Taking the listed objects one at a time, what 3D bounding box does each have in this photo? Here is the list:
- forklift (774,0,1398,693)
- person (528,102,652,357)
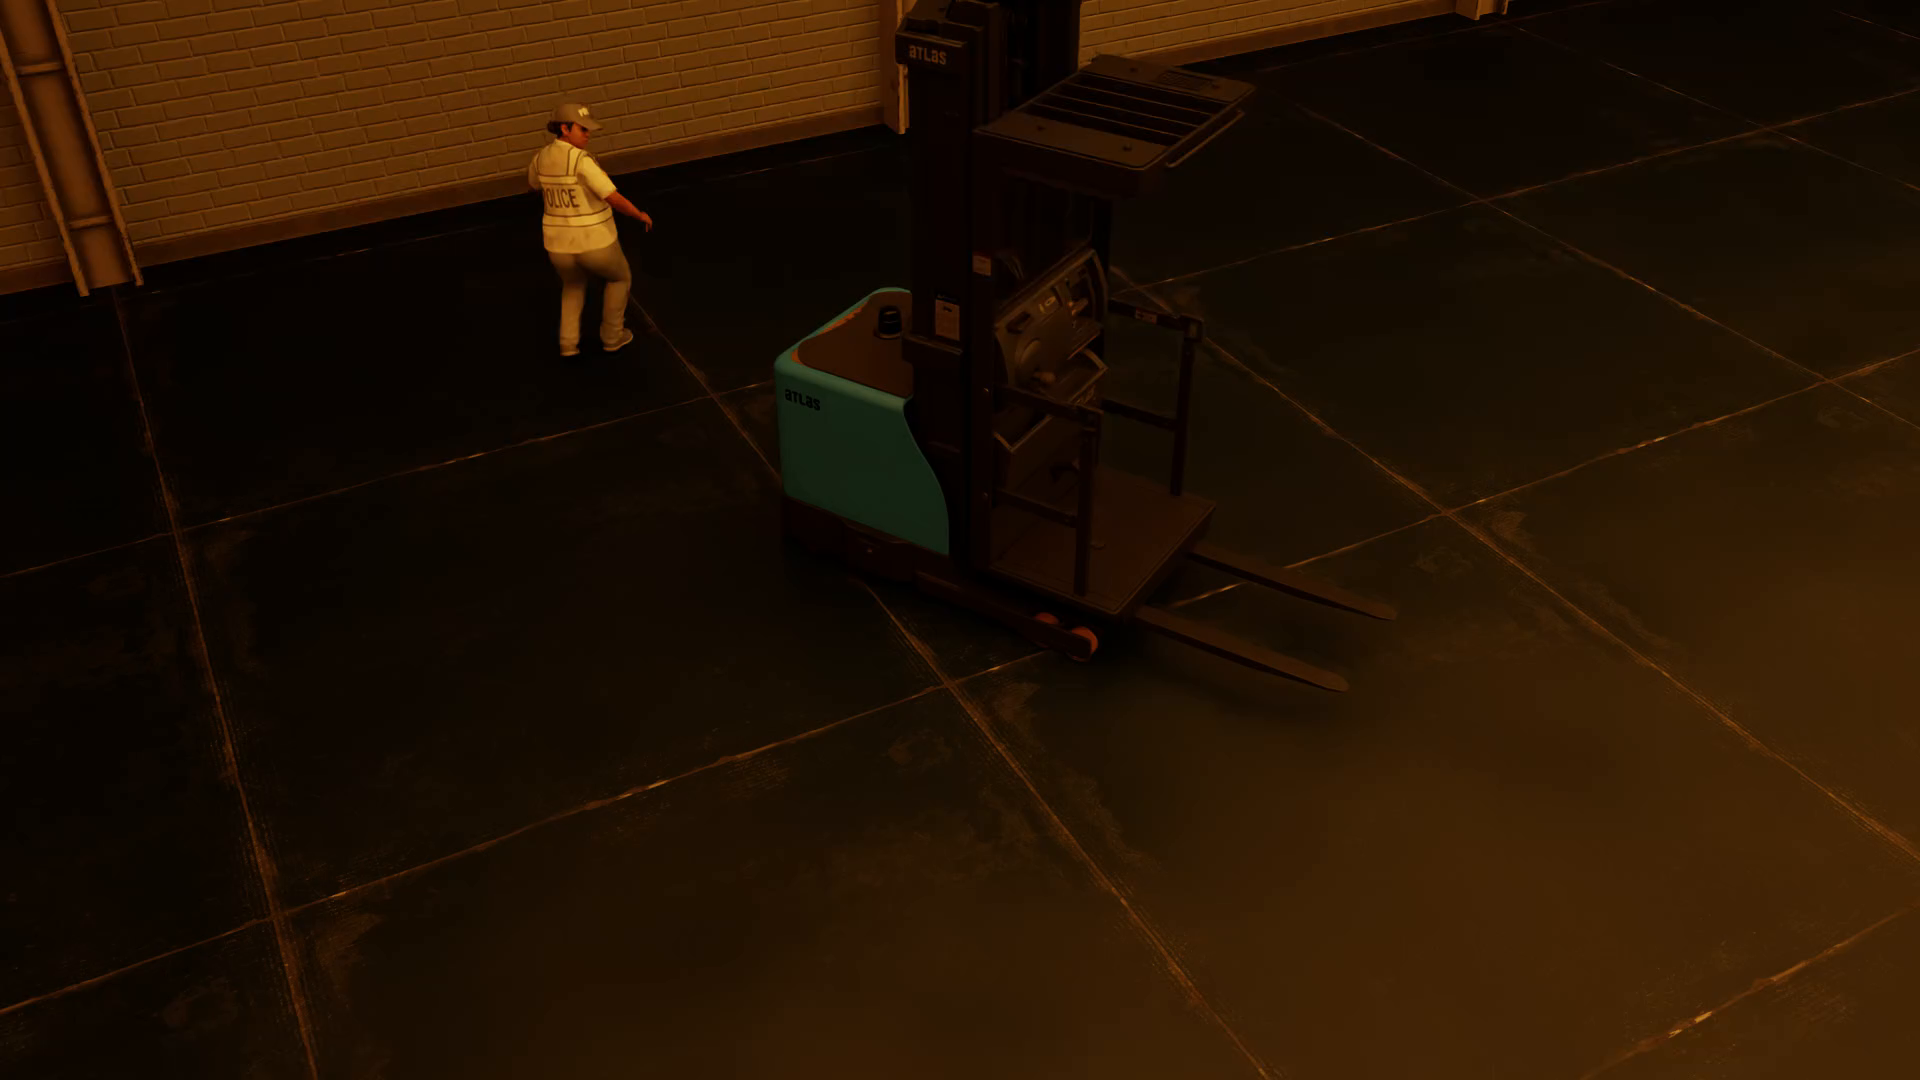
[{"bbox_3d":[0.598,-0.976,7.503,3.031,2.935,1.130,20,40,26],"label":"forklift"},{"bbox_3d":[-2.205,-1.836,9.910,0.739,1.586,0.710,10,36,14],"label":"person"}]
